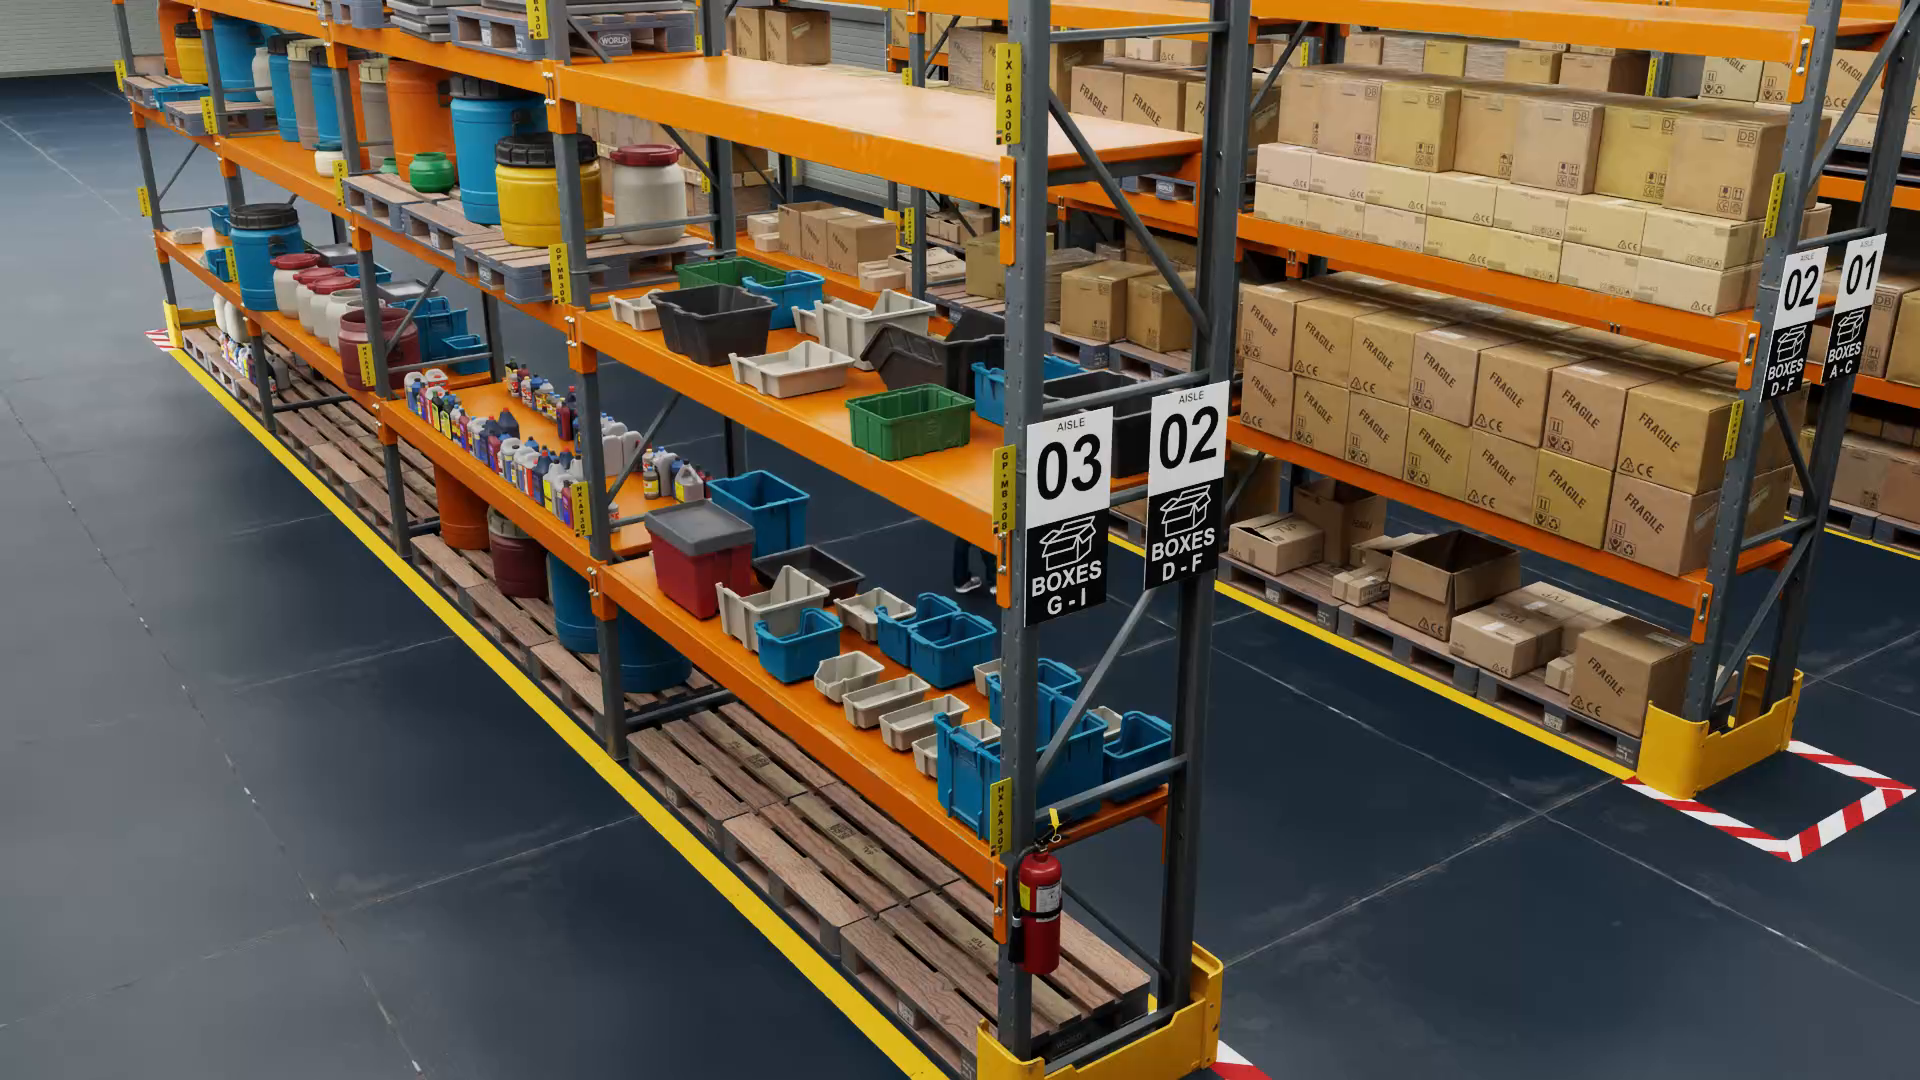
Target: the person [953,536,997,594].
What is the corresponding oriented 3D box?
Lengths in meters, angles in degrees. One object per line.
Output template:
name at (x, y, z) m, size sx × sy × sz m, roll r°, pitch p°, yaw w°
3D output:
person at (0.161, -0.374, 12.293) m, size 0.485 × 1.599 × 0.445 m, roll -15°, pitch 26°, yaw -33°
